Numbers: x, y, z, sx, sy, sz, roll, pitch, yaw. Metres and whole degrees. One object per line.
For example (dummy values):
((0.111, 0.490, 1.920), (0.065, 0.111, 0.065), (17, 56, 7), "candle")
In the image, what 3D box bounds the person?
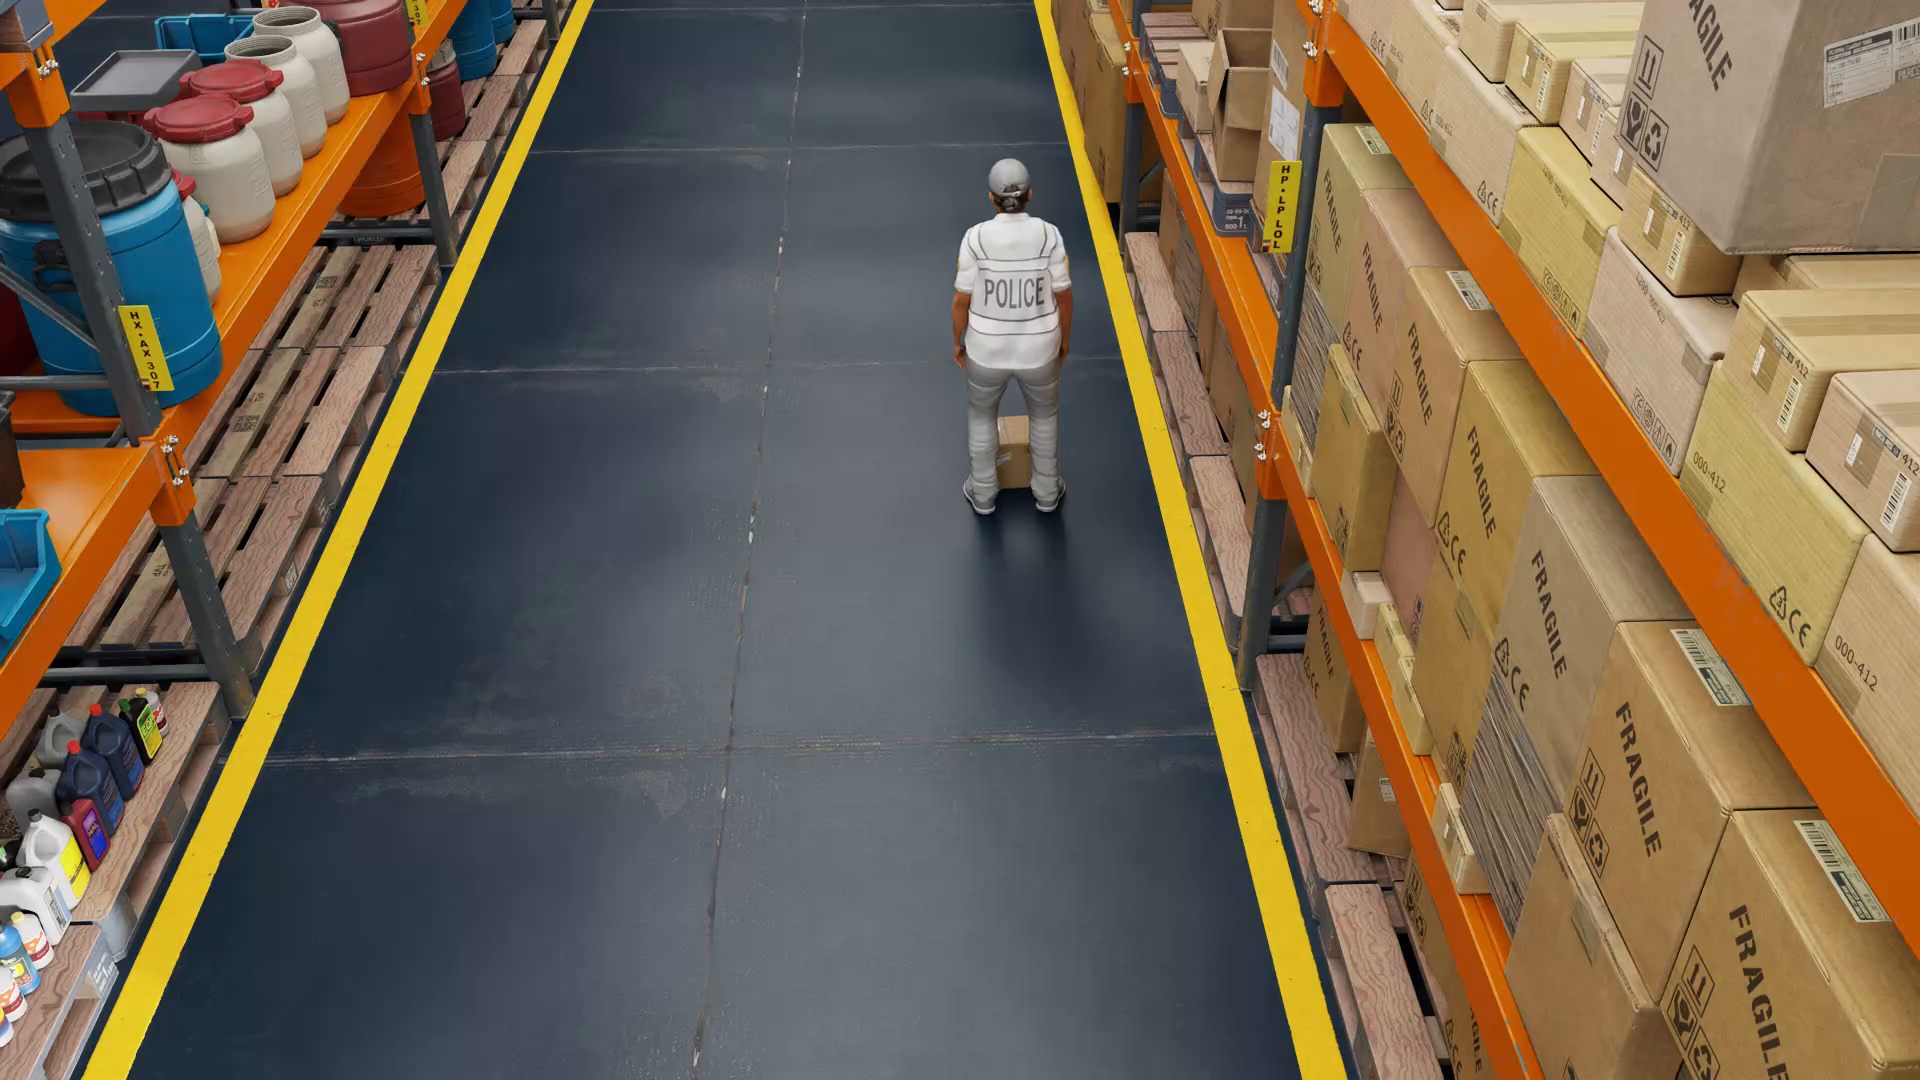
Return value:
((0.235, -0.867, 7.357), (0.538, 1.666, 0.465), (-1, 35, -2), "person")
